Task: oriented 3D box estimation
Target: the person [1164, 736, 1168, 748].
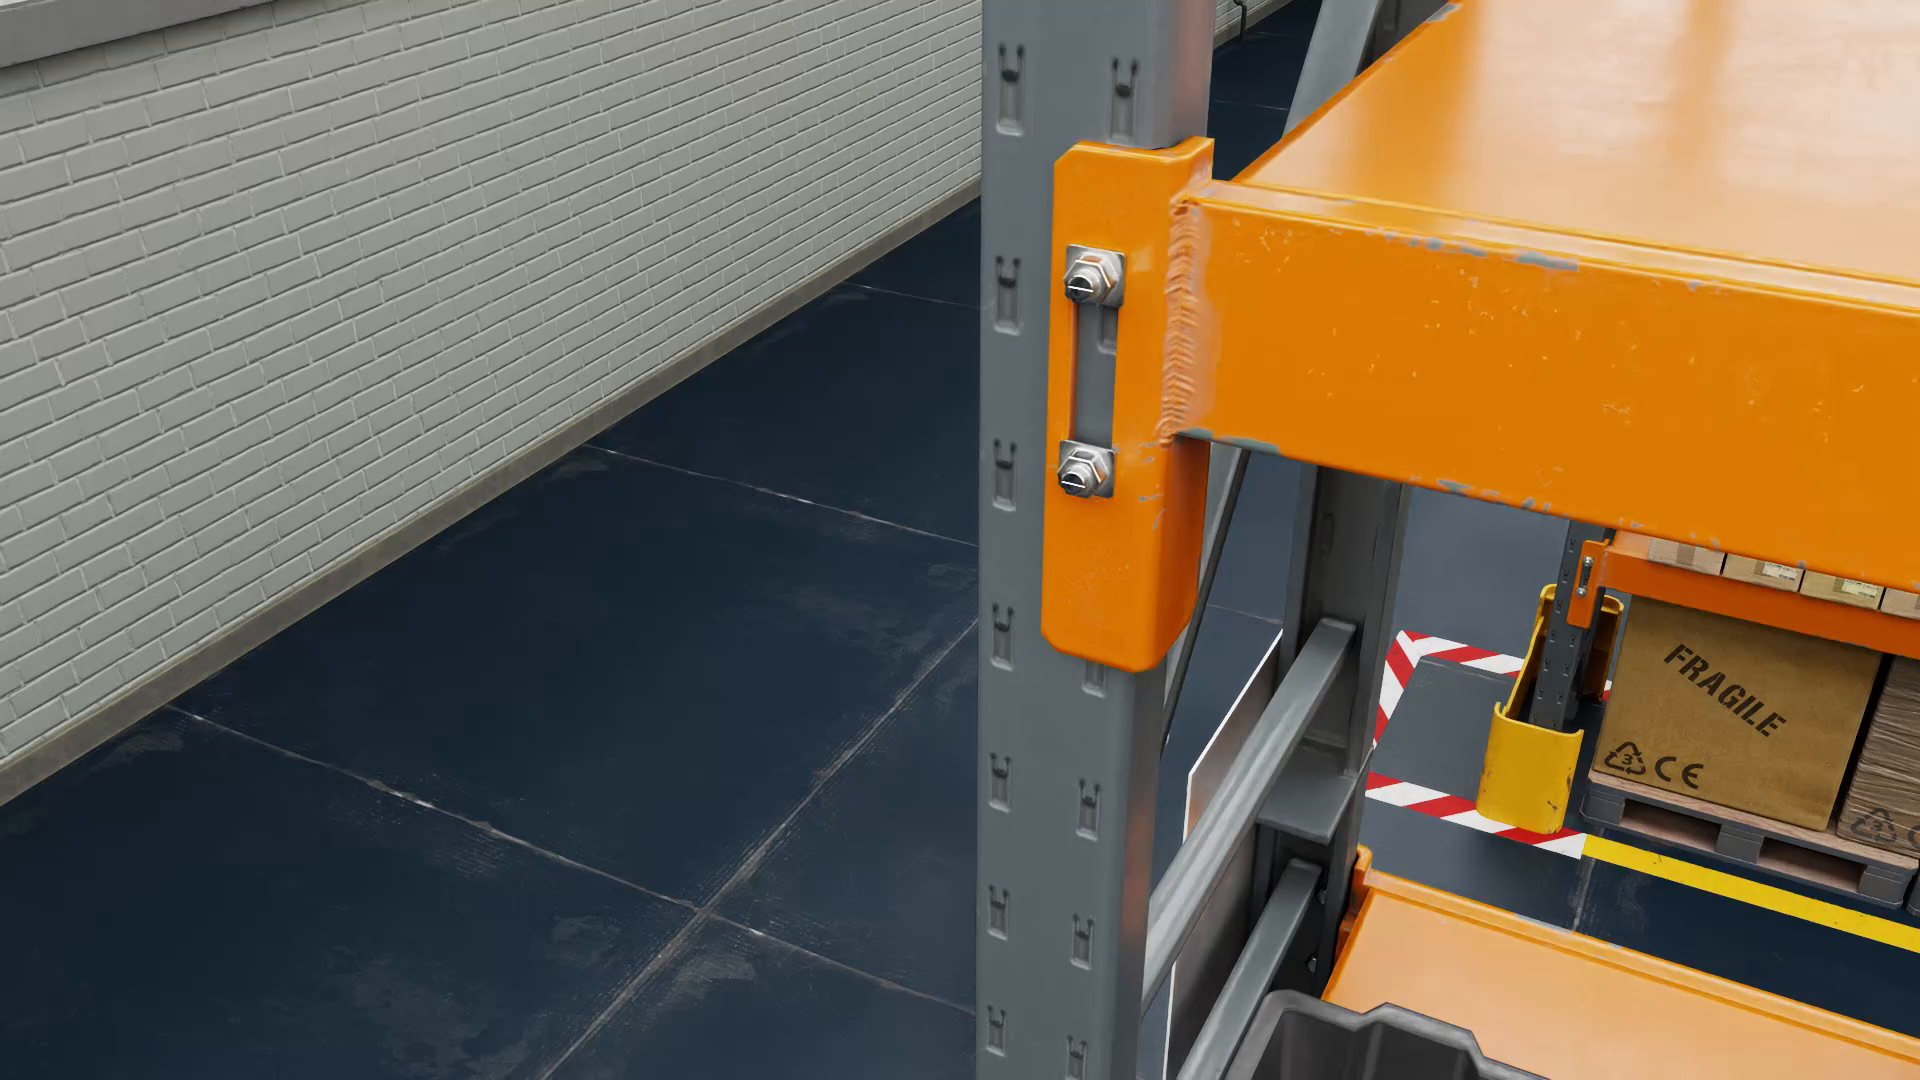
[{"bbox_3d":[0.466,0.603,6.058,0.620,1.781,0.445,13,32,21],"label":"person"}]
